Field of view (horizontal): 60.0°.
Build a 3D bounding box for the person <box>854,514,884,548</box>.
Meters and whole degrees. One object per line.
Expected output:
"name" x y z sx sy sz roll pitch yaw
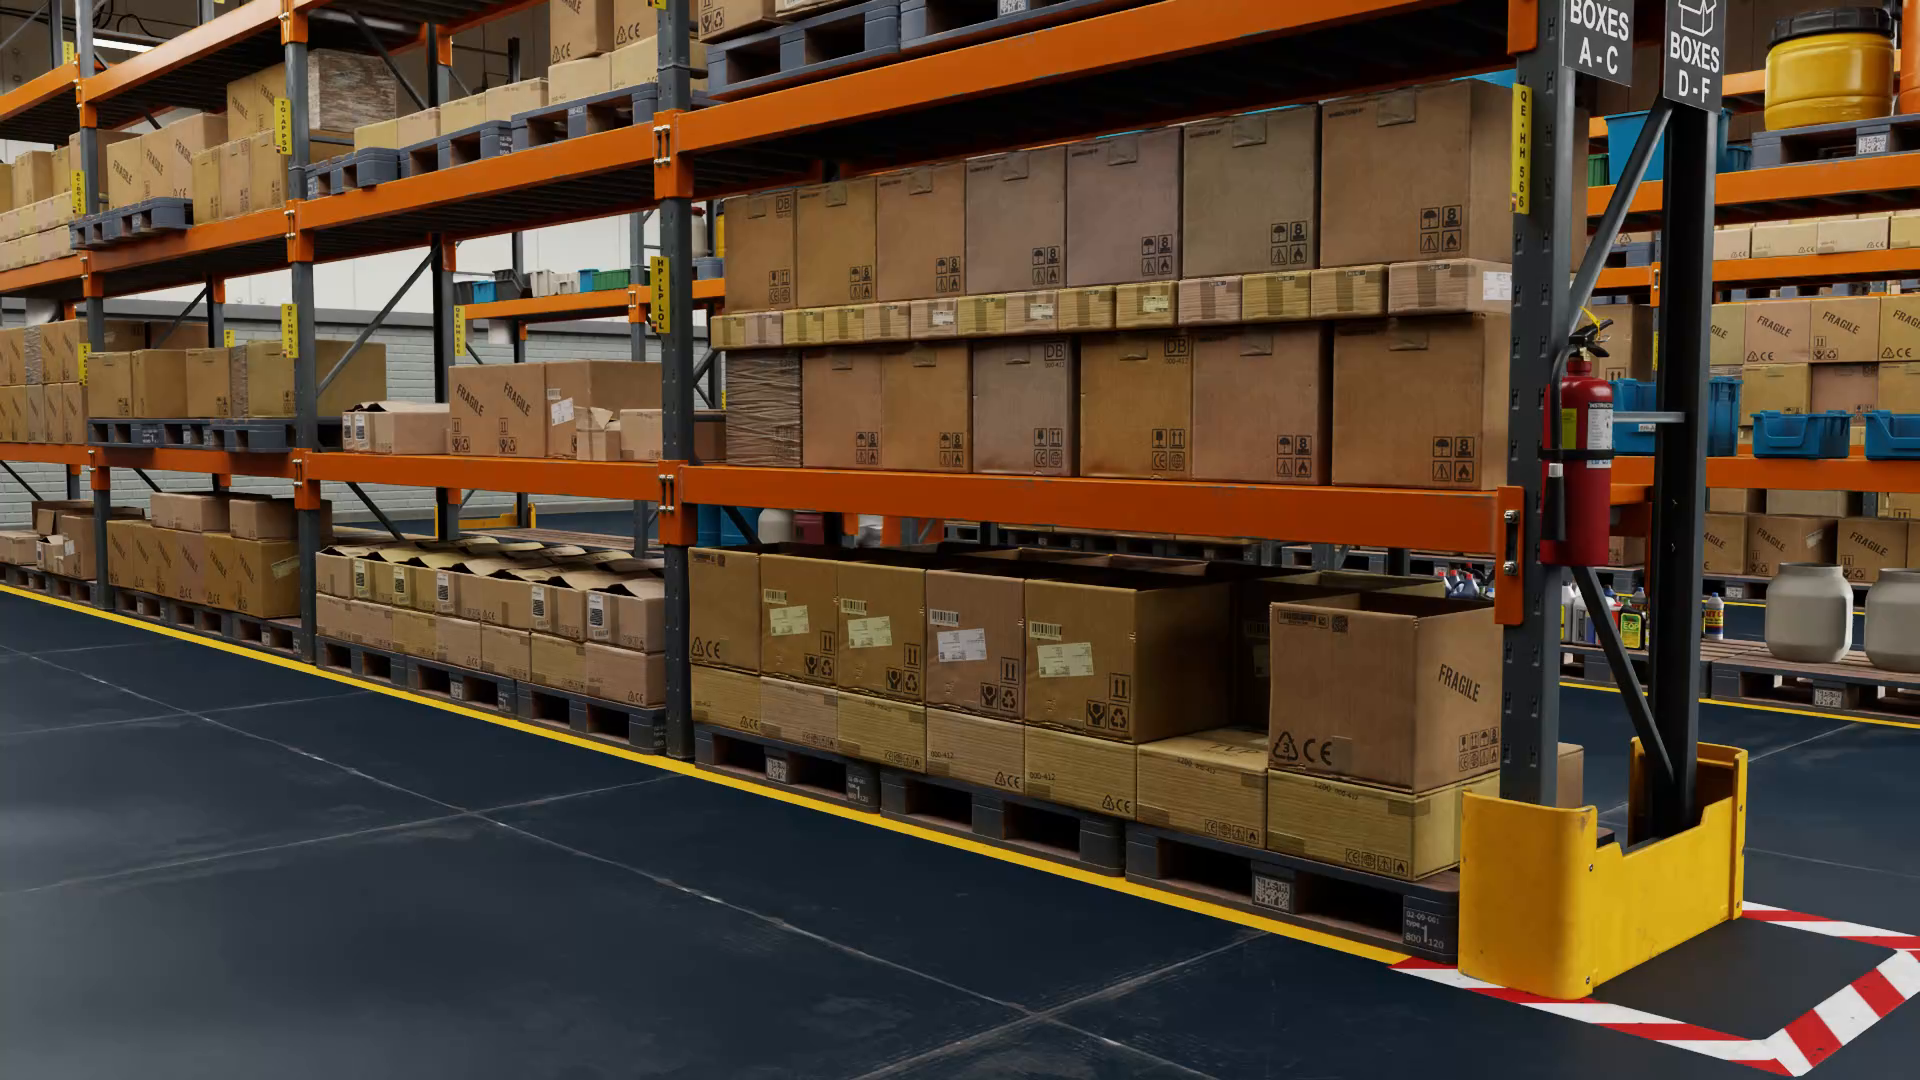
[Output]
"person" -0.697 -0.068 10.648 0.538 1.597 0.431 3 5 39
